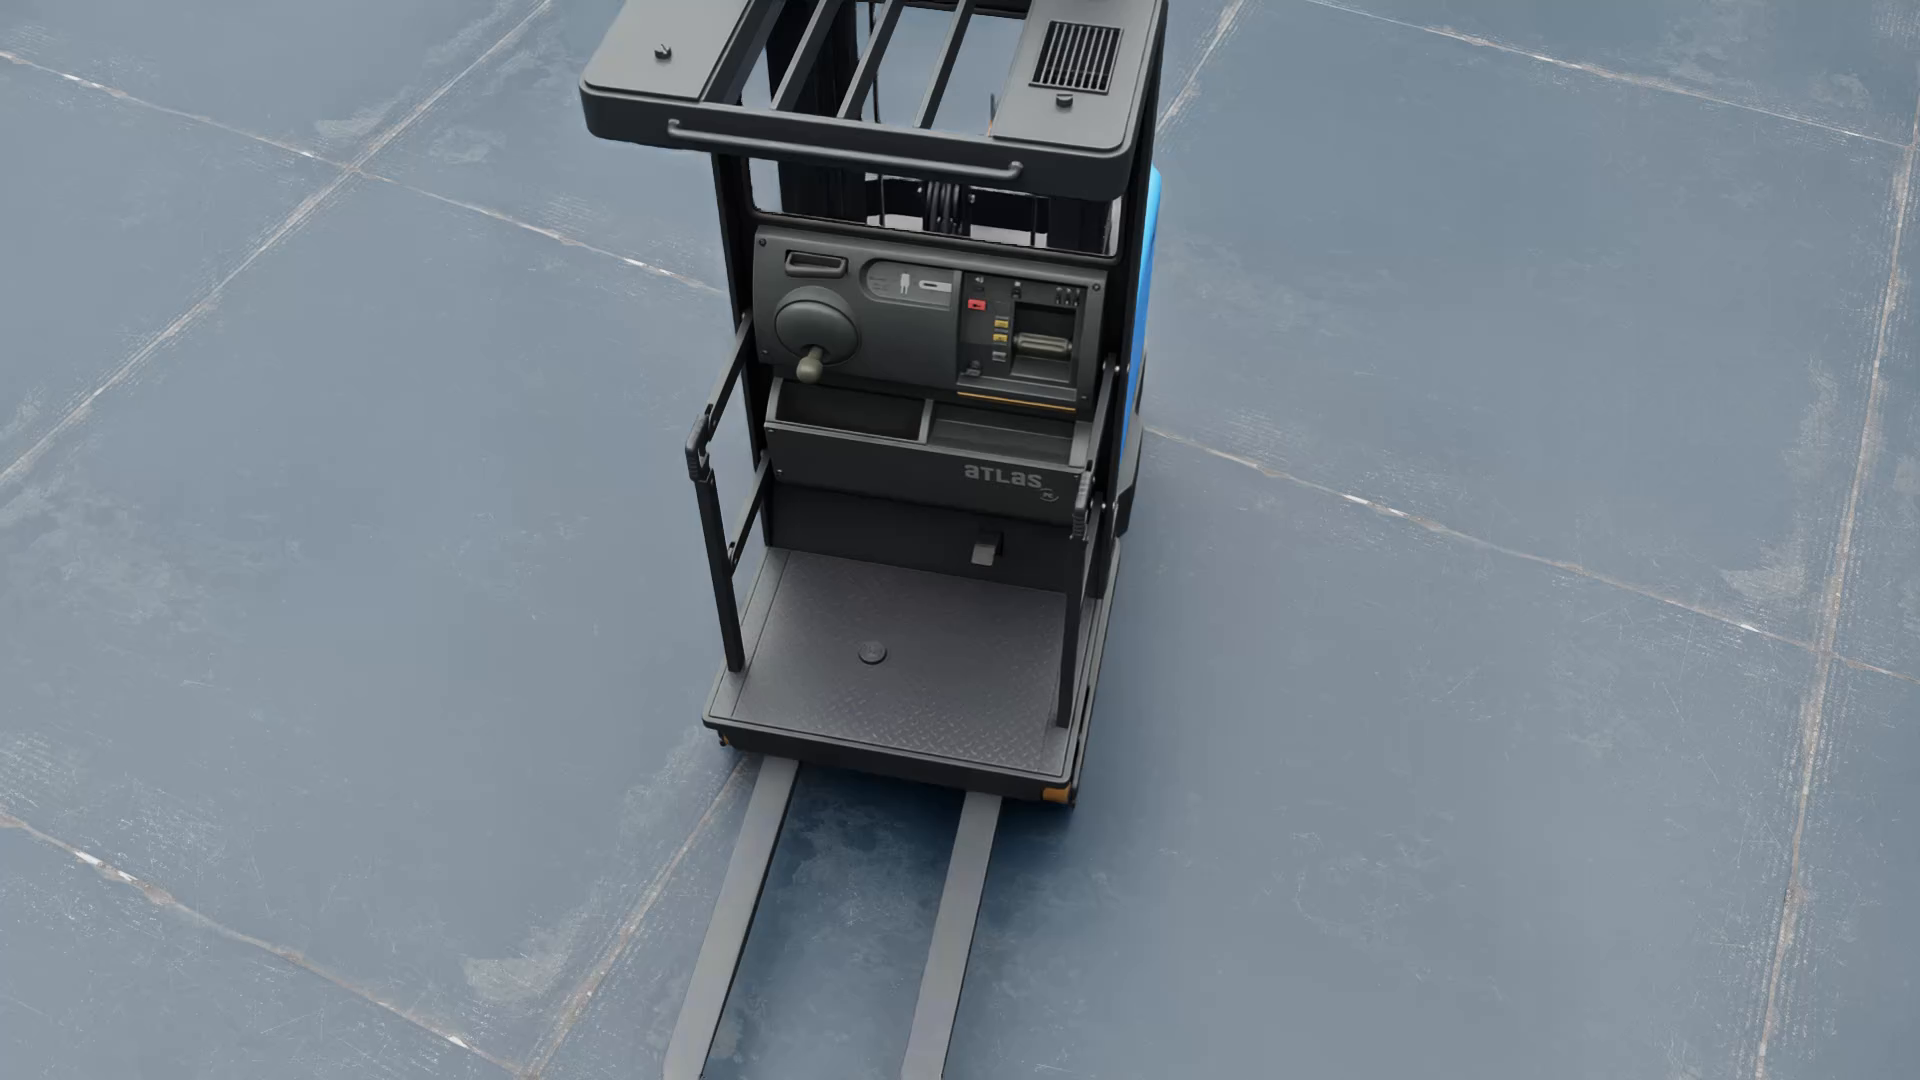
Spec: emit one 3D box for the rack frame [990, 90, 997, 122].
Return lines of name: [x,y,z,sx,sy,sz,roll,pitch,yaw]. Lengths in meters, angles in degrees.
rack frame: [0.204,-1.179,6.064,0.200,1.050,0.008,9,50,7]

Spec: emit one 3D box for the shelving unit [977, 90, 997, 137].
shelving unit: [0.180,-1.088,5.986,0.215,1.050,0.252,9,50,7]

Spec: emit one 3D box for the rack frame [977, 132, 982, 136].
rack frame: [0.155,-0.997,5.909,0.200,1.050,0.008,9,50,7]

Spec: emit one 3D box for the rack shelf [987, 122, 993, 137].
rack shelf: [0.180,-1.265,5.778,0.215,0.259,0.240,9,50,7]

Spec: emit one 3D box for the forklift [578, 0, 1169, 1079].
forklift: [-0.130,-0.467,4.223,1.130,2.935,3.031,9,50,7]
